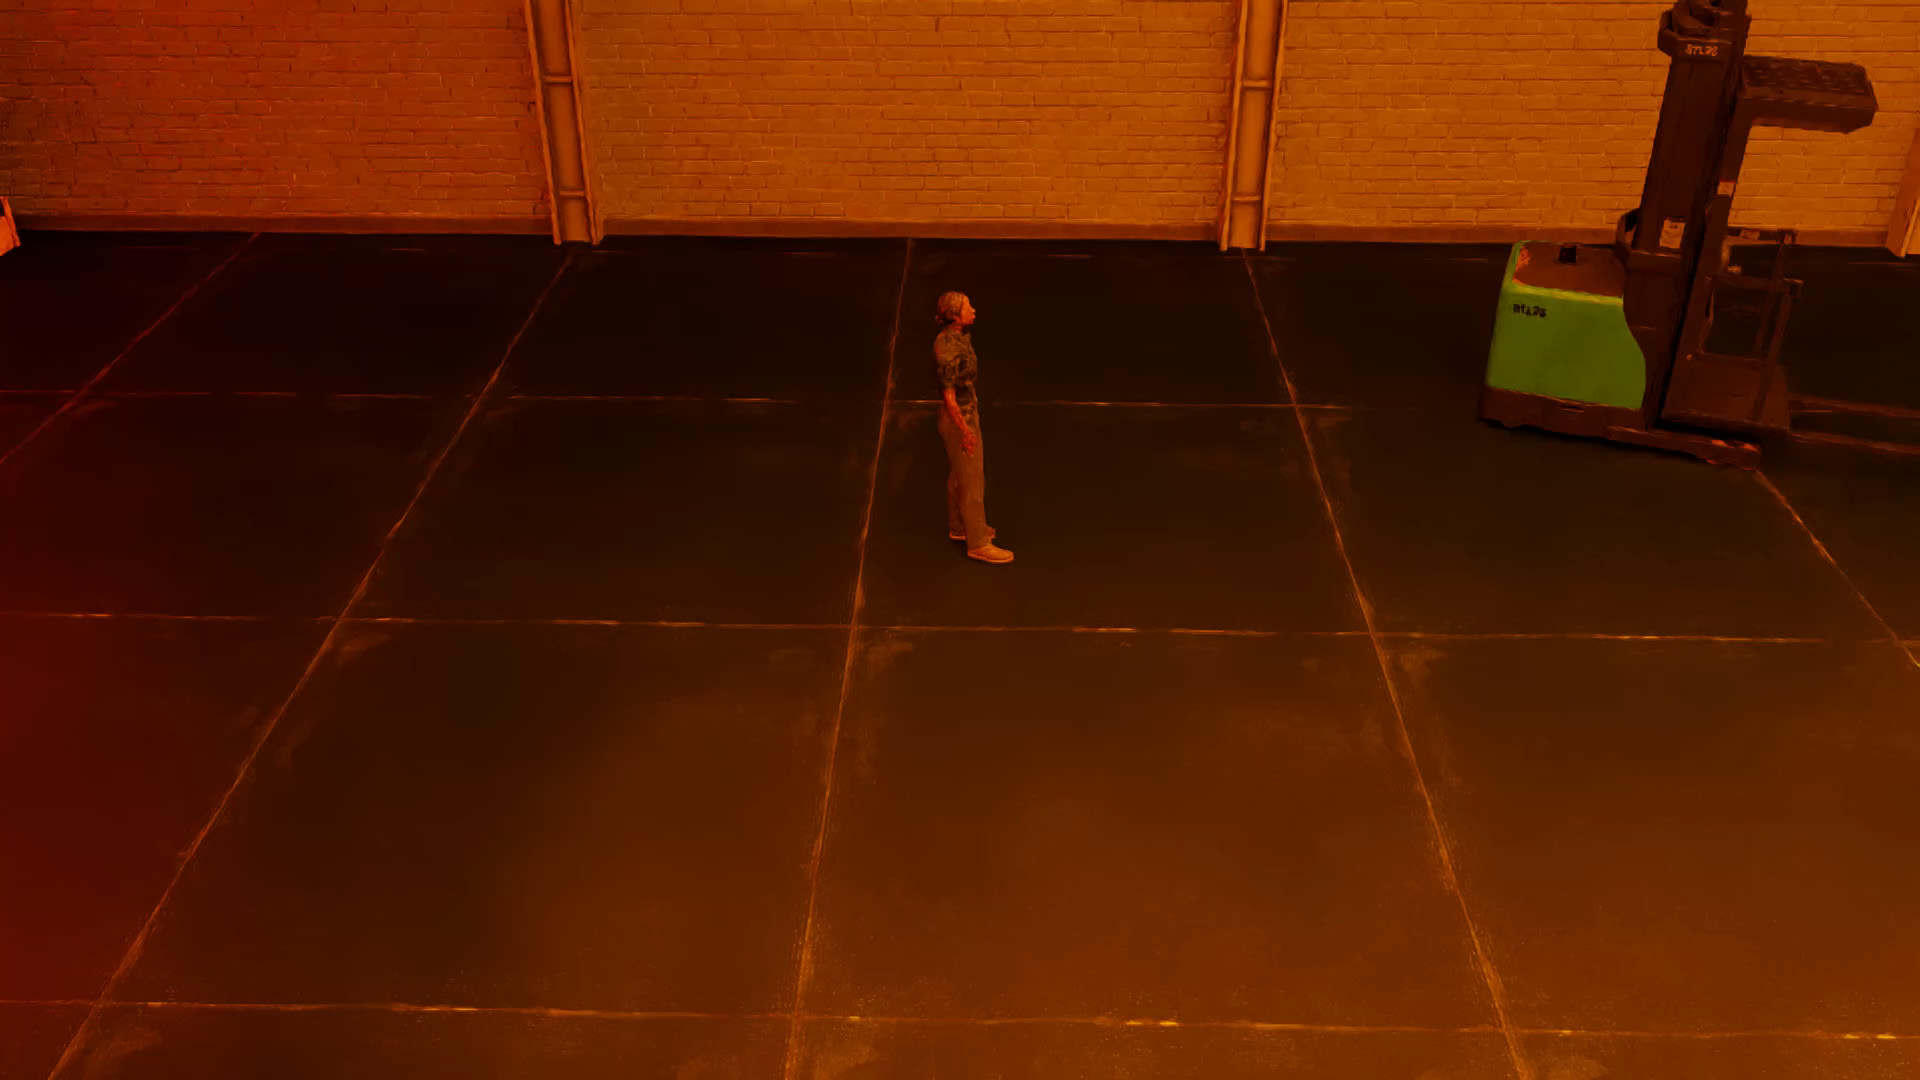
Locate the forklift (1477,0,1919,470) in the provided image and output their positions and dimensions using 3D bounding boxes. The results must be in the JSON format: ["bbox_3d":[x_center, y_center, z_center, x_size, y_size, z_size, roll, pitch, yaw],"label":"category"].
[{"bbox_3d":[5.273,-2.044,11.082,3.031,2.935,1.130,11,32,18],"label":"forklift"}]

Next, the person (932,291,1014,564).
[{"bbox_3d":[0.087,-0.708,10.057,0.503,1.654,0.570,1,31,1],"label":"person"}]
